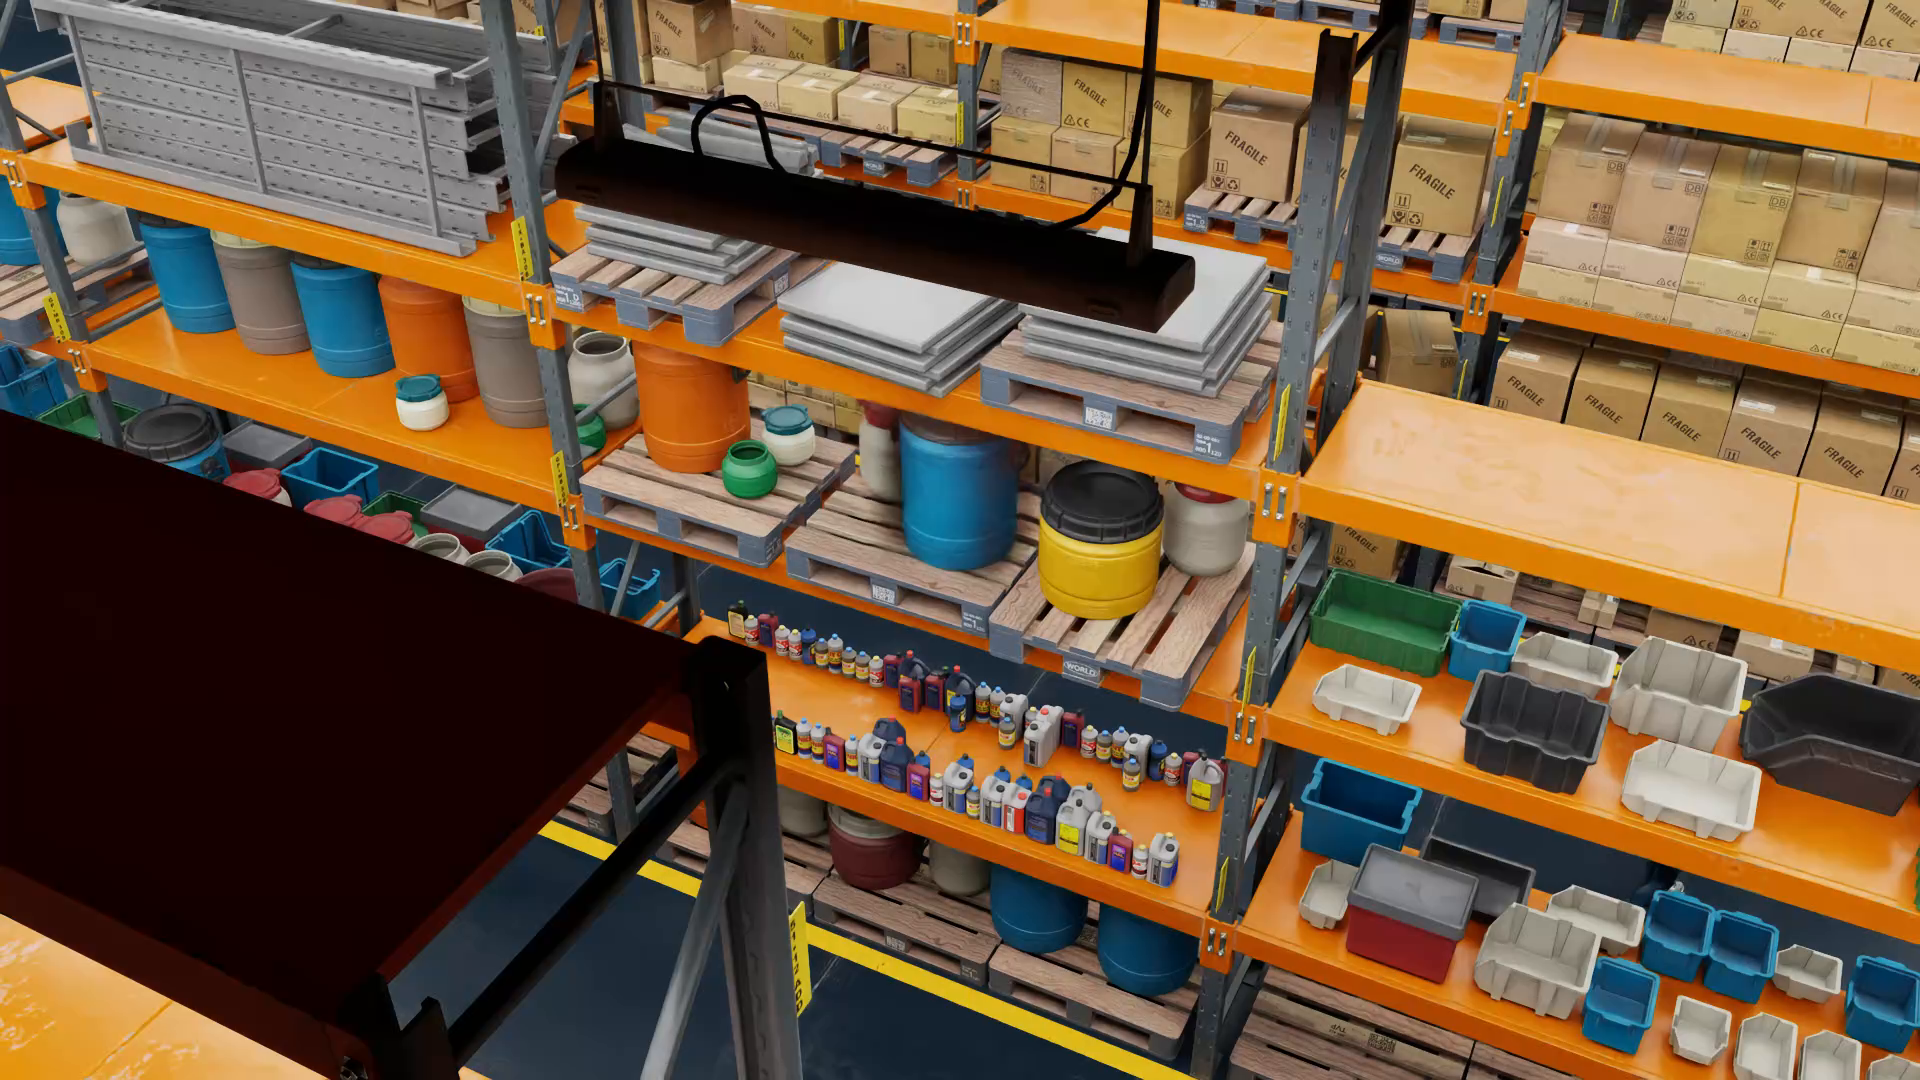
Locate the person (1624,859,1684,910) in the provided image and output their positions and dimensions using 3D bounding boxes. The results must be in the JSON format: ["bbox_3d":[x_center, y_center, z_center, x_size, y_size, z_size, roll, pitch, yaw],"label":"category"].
[{"bbox_3d":[4.256,1.738,10.012,0.864,1.562,0.423,-19,39,-24],"label":"person"}]

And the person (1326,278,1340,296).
[{"bbox_3d":[3.549,-2.560,16.022,0.774,1.793,0.602,3,35,5],"label":"person"}]

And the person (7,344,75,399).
[{"bbox_3d":[-8.099,-1.649,14.808,0.578,1.650,0.498,7,36,9],"label":"person"}]
